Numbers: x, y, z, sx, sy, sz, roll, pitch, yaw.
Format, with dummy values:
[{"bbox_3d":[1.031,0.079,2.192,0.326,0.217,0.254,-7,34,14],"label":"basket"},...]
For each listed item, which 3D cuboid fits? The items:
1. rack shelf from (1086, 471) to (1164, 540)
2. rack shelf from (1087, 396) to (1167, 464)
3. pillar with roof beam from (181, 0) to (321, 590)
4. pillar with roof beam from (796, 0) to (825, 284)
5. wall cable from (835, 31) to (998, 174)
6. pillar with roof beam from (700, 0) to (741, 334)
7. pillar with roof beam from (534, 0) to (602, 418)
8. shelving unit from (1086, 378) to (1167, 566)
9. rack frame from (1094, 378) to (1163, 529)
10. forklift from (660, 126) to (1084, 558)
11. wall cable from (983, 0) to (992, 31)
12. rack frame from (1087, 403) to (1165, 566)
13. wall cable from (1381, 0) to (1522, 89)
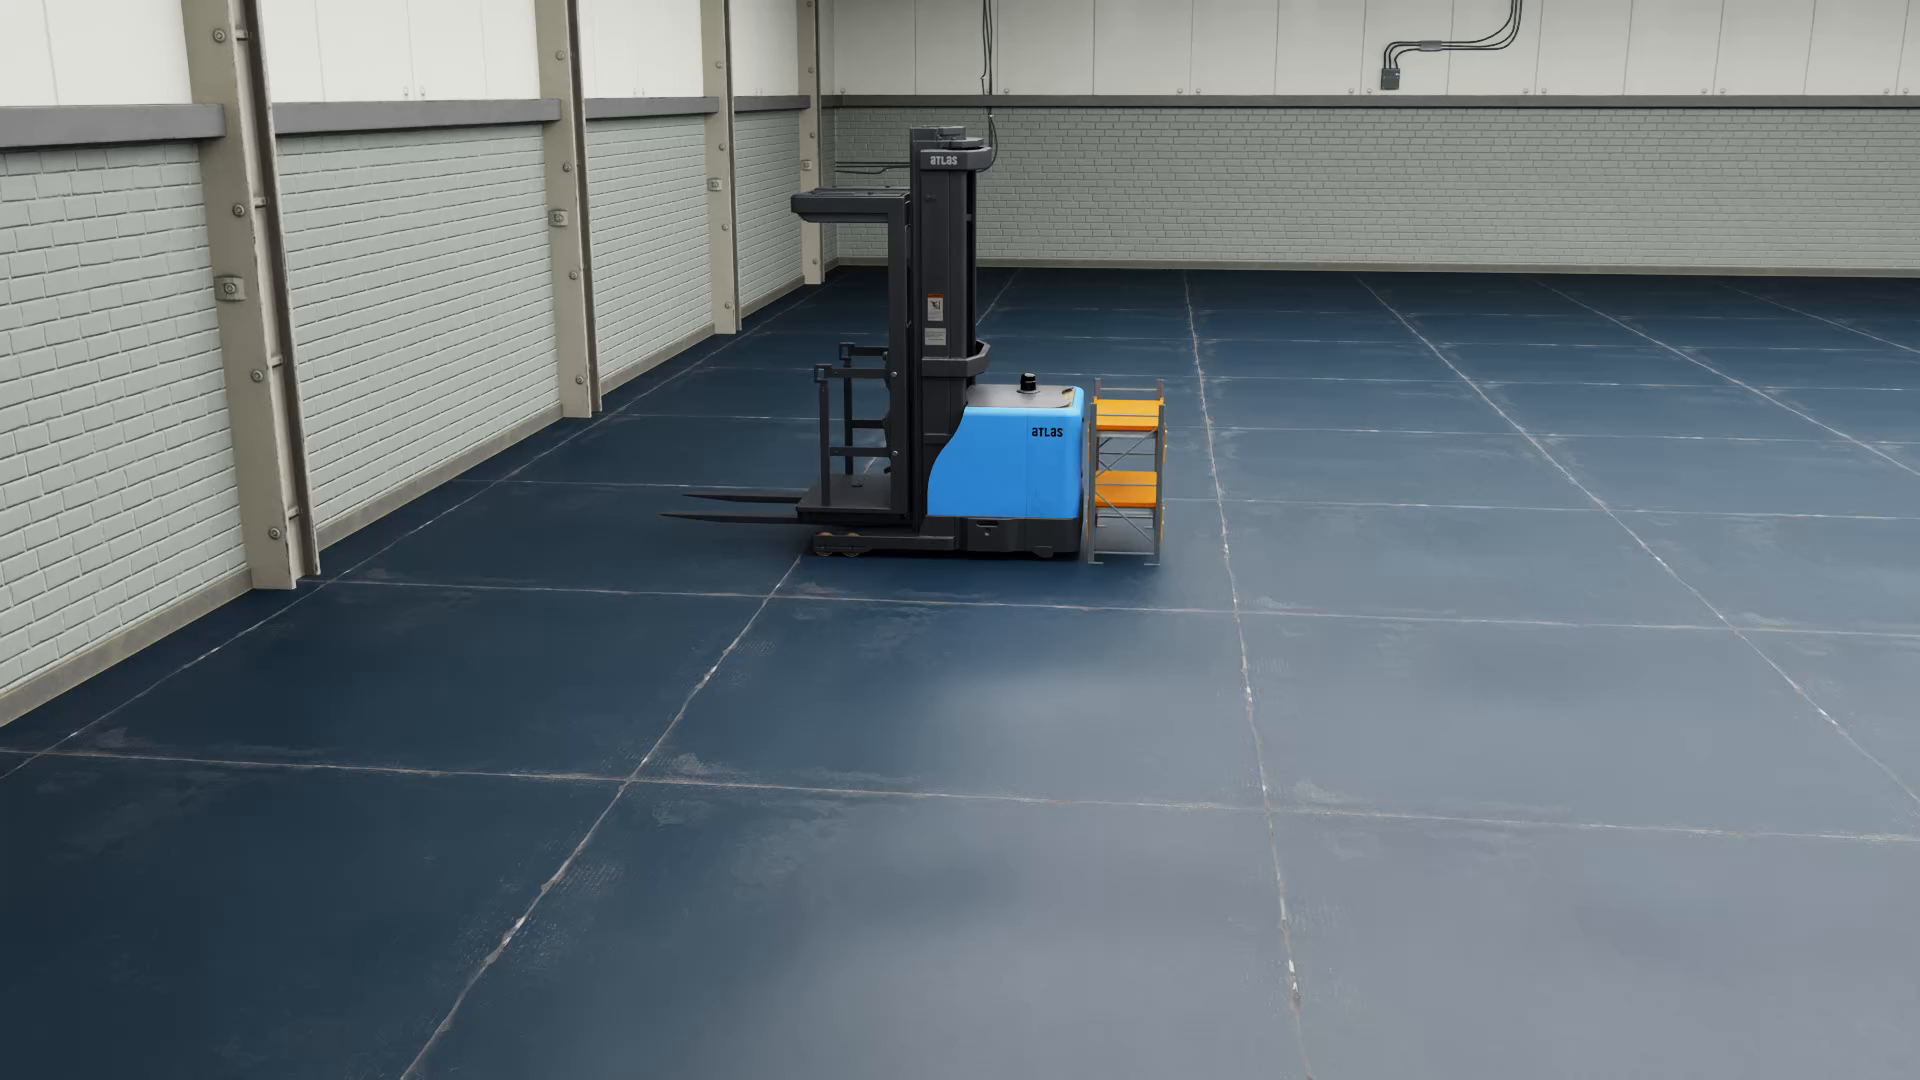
[{"bbox_3d":[1.189,-0.271,11.947,0.538,0.278,1.000,2,15,6],"label":"rack shelf"},{"bbox_3d":[1.189,-0.790,11.807,0.538,0.278,1.000,2,15,6],"label":"rack shelf"},{"bbox_3d":[-0.253,-3.947,9.518,9.100,9.000,0.400,2,15,6],"label":"pillar with roof beam"},{"bbox_3d":[1.778,-8.615,26.783,9.100,9.000,0.400,2,15,6],"label":"pillar with roof beam"},{"bbox_3d":[-0.853,-7.968,30.339,3.097,2.526,0.112,2,15,6],"label":"wall cable"},{"bbox_3d":[1.101,-7.059,21.028,9.100,9.000,0.400,2,15,6],"label":"pillar with roof beam"},{"bbox_3d":[0.424,-5.503,15.273,9.100,9.000,0.400,2,15,6],"label":"pillar with roof beam"},{"bbox_3d":[1.189,-0.507,11.883,0.538,1.125,1.048,2,15,6],"label":"shelving unit"},{"bbox_3d":[1.242,-0.639,12.371,0.500,1.125,0.032,2,15,6],"label":"rack frame"},{"bbox_3d":[-0.626,-1.432,11.841,3.031,2.935,1.130,2,15,6],"label":"forklift"},{"bbox_3d":[1.835,-10.326,29.385,3.097,2.526,0.112,2,15,6],"label":"wall cable"},{"bbox_3d":[1.135,-0.375,11.395,0.500,1.125,0.032,2,15,6],"label":"rack frame"},{"bbox_3d":[8.578,-10.825,28.440,2.305,6.003,0.169,2,15,6],"label":"wall cable"}]
